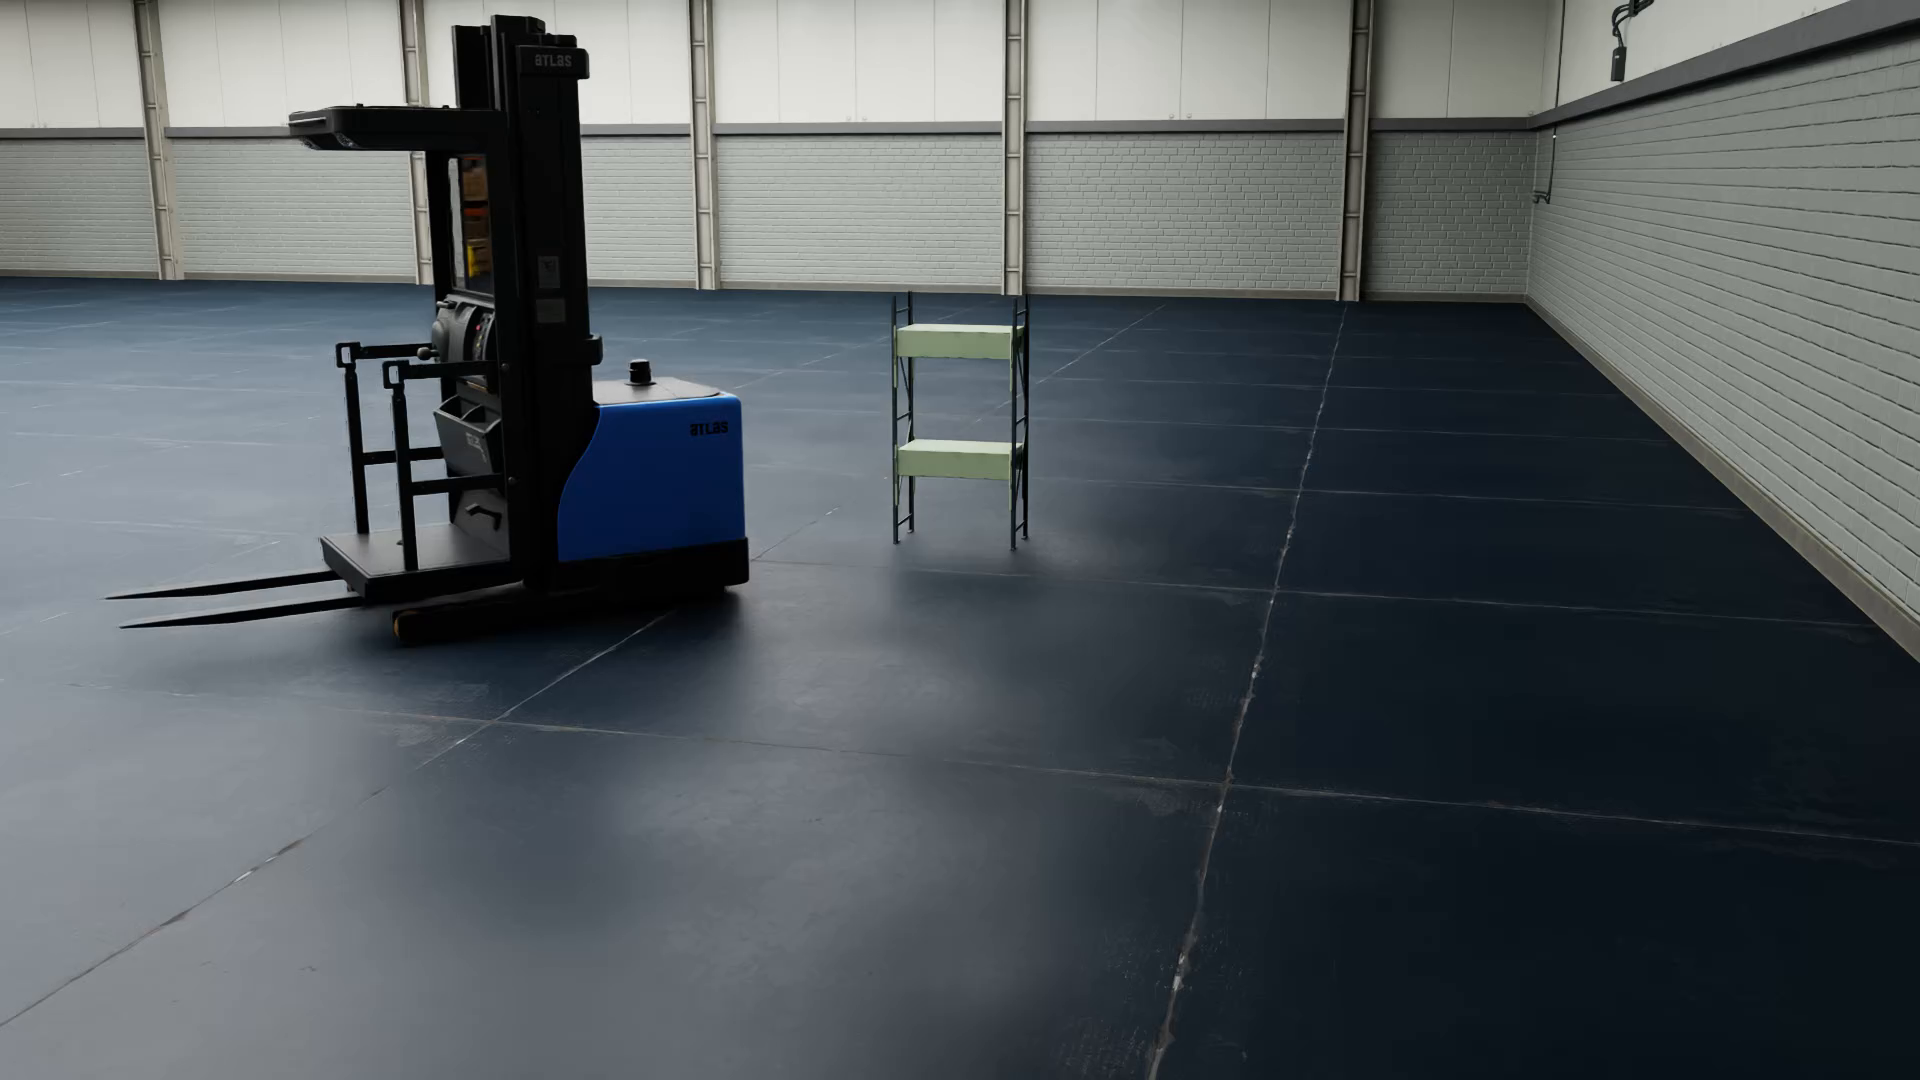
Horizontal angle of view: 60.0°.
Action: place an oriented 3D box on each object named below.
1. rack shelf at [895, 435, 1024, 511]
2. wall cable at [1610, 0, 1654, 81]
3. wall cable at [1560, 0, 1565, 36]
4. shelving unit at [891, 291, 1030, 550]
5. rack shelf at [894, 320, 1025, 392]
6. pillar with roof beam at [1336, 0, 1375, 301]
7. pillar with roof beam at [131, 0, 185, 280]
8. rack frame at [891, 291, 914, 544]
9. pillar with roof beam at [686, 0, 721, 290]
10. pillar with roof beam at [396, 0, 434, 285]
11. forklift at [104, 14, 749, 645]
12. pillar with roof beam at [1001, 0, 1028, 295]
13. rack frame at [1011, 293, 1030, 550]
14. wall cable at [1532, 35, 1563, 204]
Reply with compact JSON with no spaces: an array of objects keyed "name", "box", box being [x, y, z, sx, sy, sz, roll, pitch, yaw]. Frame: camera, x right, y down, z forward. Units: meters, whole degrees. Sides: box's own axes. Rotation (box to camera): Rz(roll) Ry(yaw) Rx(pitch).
[{"name":"rack shelf","box":[0.006,-0.414,10.140,0.720,0.370,0.431,3,13,14]},{"name":"wall cable","box":[7.063,-7.836,16.925,0.169,6.003,2.305,3,13,14]},{"name":"wall cable","box":[8.704,-8.552,23.513,0.112,2.526,3.097,3,13,14]},{"name":"shelving unit","box":[0.006,-0.732,10.070,0.755,1.500,0.431,3,13,14]},{"name":"rack shelf","box":[0.006,-1.113,9.985,0.720,0.370,0.431,3,13,14]},{"name":"pillar with roof beam","box":[5.778,-7.697,24.149,0.400,9.000,9.100,3,13,14]},{"name":"pillar with roof beam","box":[-17.523,-8.942,29.763,0.400,9.000,9.100,3,13,14]},{"name":"rack frame","box":[-0.349,-0.751,10.155,0.023,1.500,0.400,3,13,14]},{"name":"pillar with roof beam","box":[-5.873,-8.320,26.956,0.400,9.000,9.100,3,13,14]},{"name":"pillar with roof beam","box":[-11.698,-8.631,28.360,0.400,9.000,9.100,3,13,14]},{"name":"forklift","box":[-2.654,-1.058,8.236,3.031,2.935,1.130,-8,15,-31]},{"name":"pillar with roof beam","box":[-0.047,-8.008,25.553,0.400,9.000,9.100,3,13,14]},{"name":"rack frame","box":[0.362,-0.713,9.984,0.023,1.500,0.400,3,13,14]},{"name":"wall cable","box":[9.353,-6.655,26.624,0.112,2.526,3.097,3,13,14]}]
